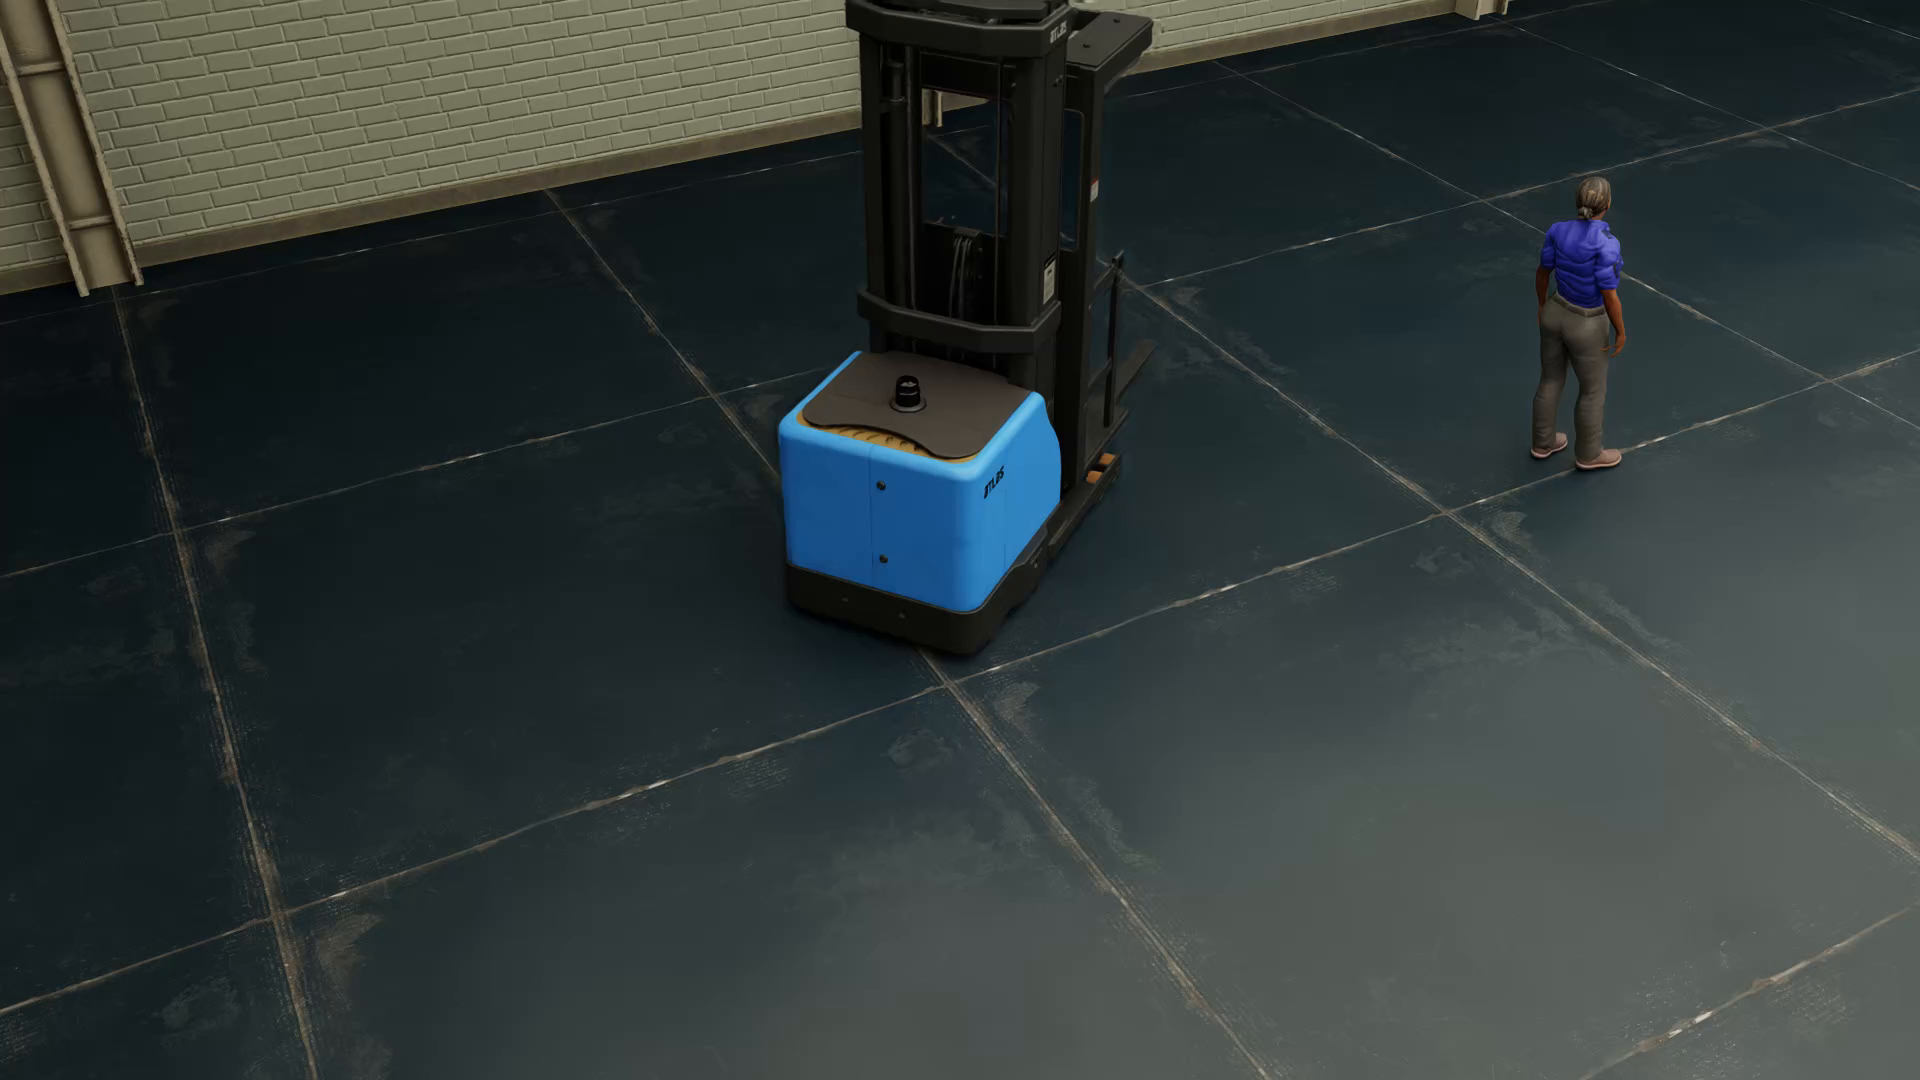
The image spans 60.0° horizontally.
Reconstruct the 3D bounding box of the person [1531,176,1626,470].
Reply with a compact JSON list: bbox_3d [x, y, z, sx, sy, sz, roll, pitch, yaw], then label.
[{"bbox_3d":[3.343,-1.166,8.866,0.504,1.654,0.569,-22,41,-27],"label":"person"}]

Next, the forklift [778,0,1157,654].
[{"bbox_3d":[0.234,-1.503,8.249,1.130,2.935,3.031,15,38,20],"label":"forklift"}]
